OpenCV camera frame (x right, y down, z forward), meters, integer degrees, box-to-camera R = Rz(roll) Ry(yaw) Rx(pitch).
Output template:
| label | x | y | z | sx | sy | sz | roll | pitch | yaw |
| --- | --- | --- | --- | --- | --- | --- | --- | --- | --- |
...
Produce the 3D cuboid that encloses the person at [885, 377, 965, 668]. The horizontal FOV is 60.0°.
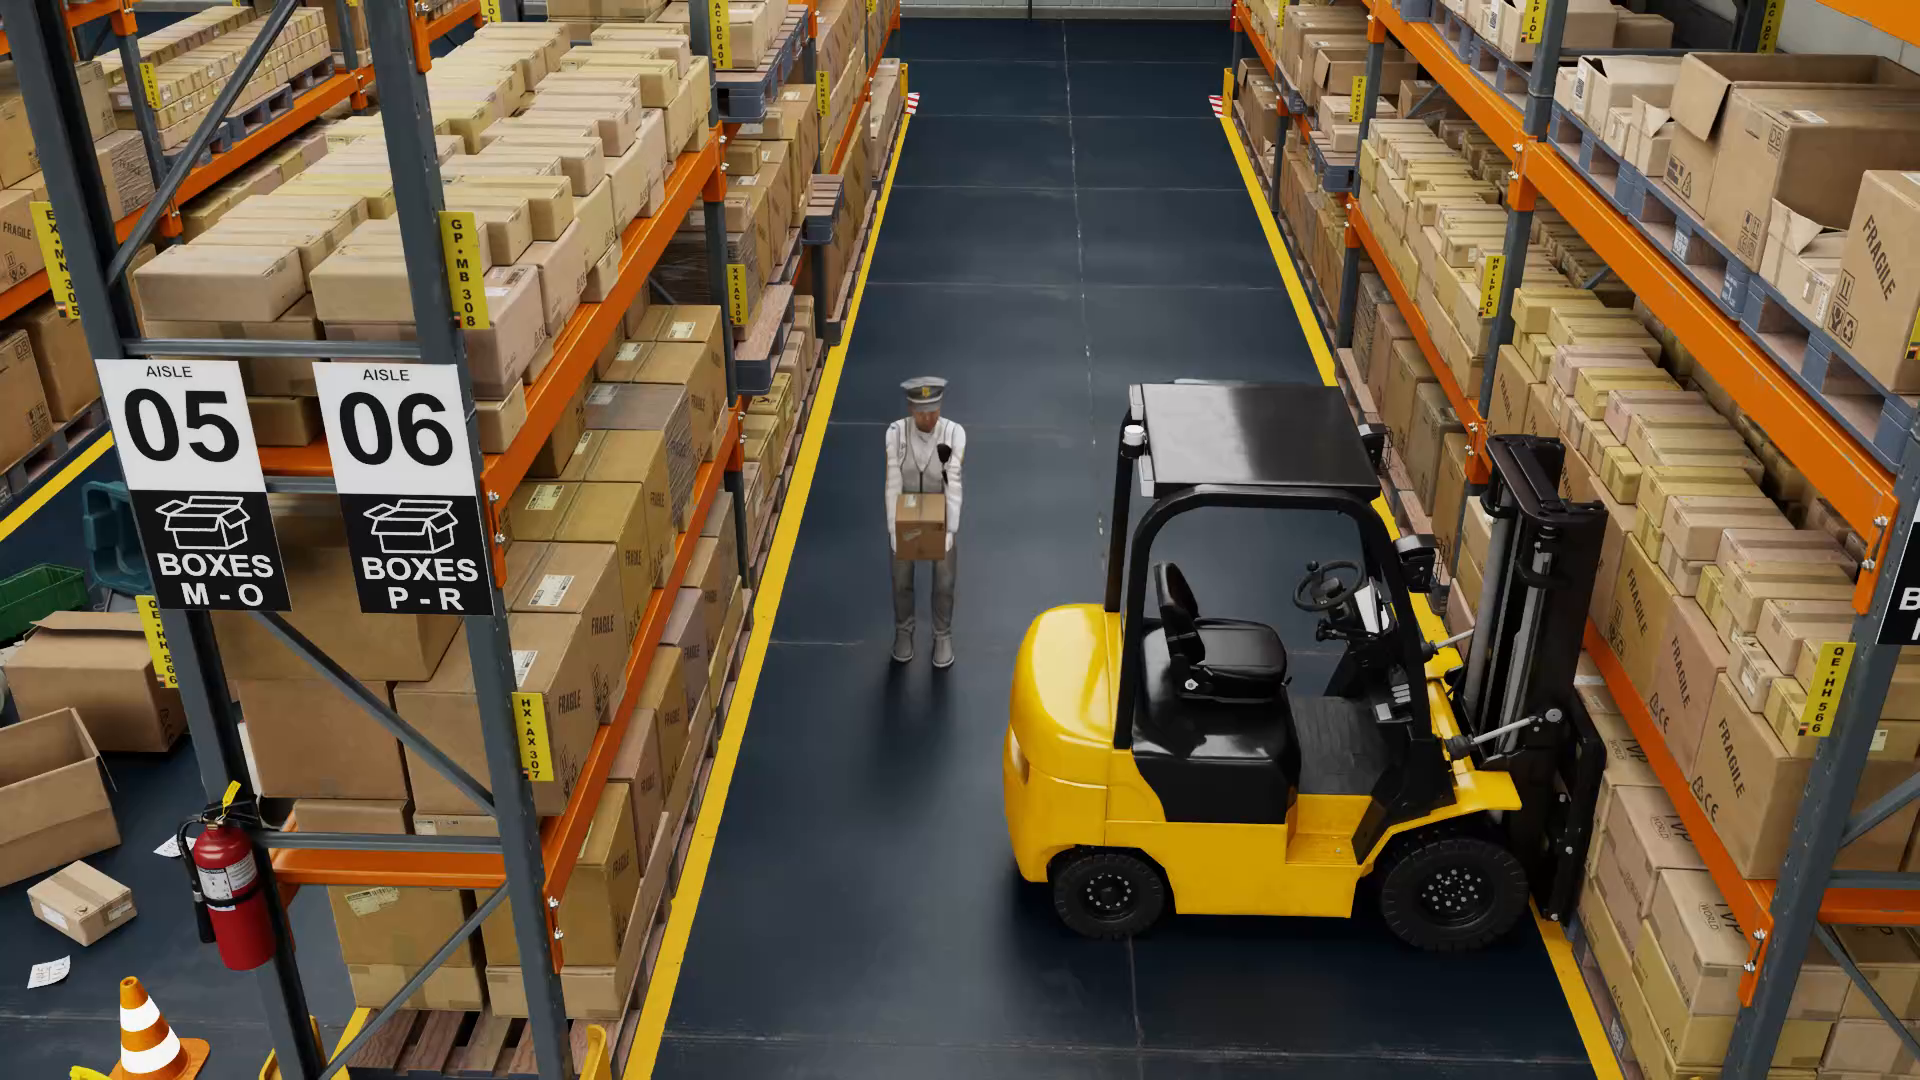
| label | x | y | z | sx | sy | sz | roll | pitch | yaw |
| --- | --- | --- | --- | --- | --- | --- | --- | --- | --- |
| person | -0.181 | -0.088 | 8.796 | 0.416 | 1.663 | 0.543 | 0 | 28 | 1 |
